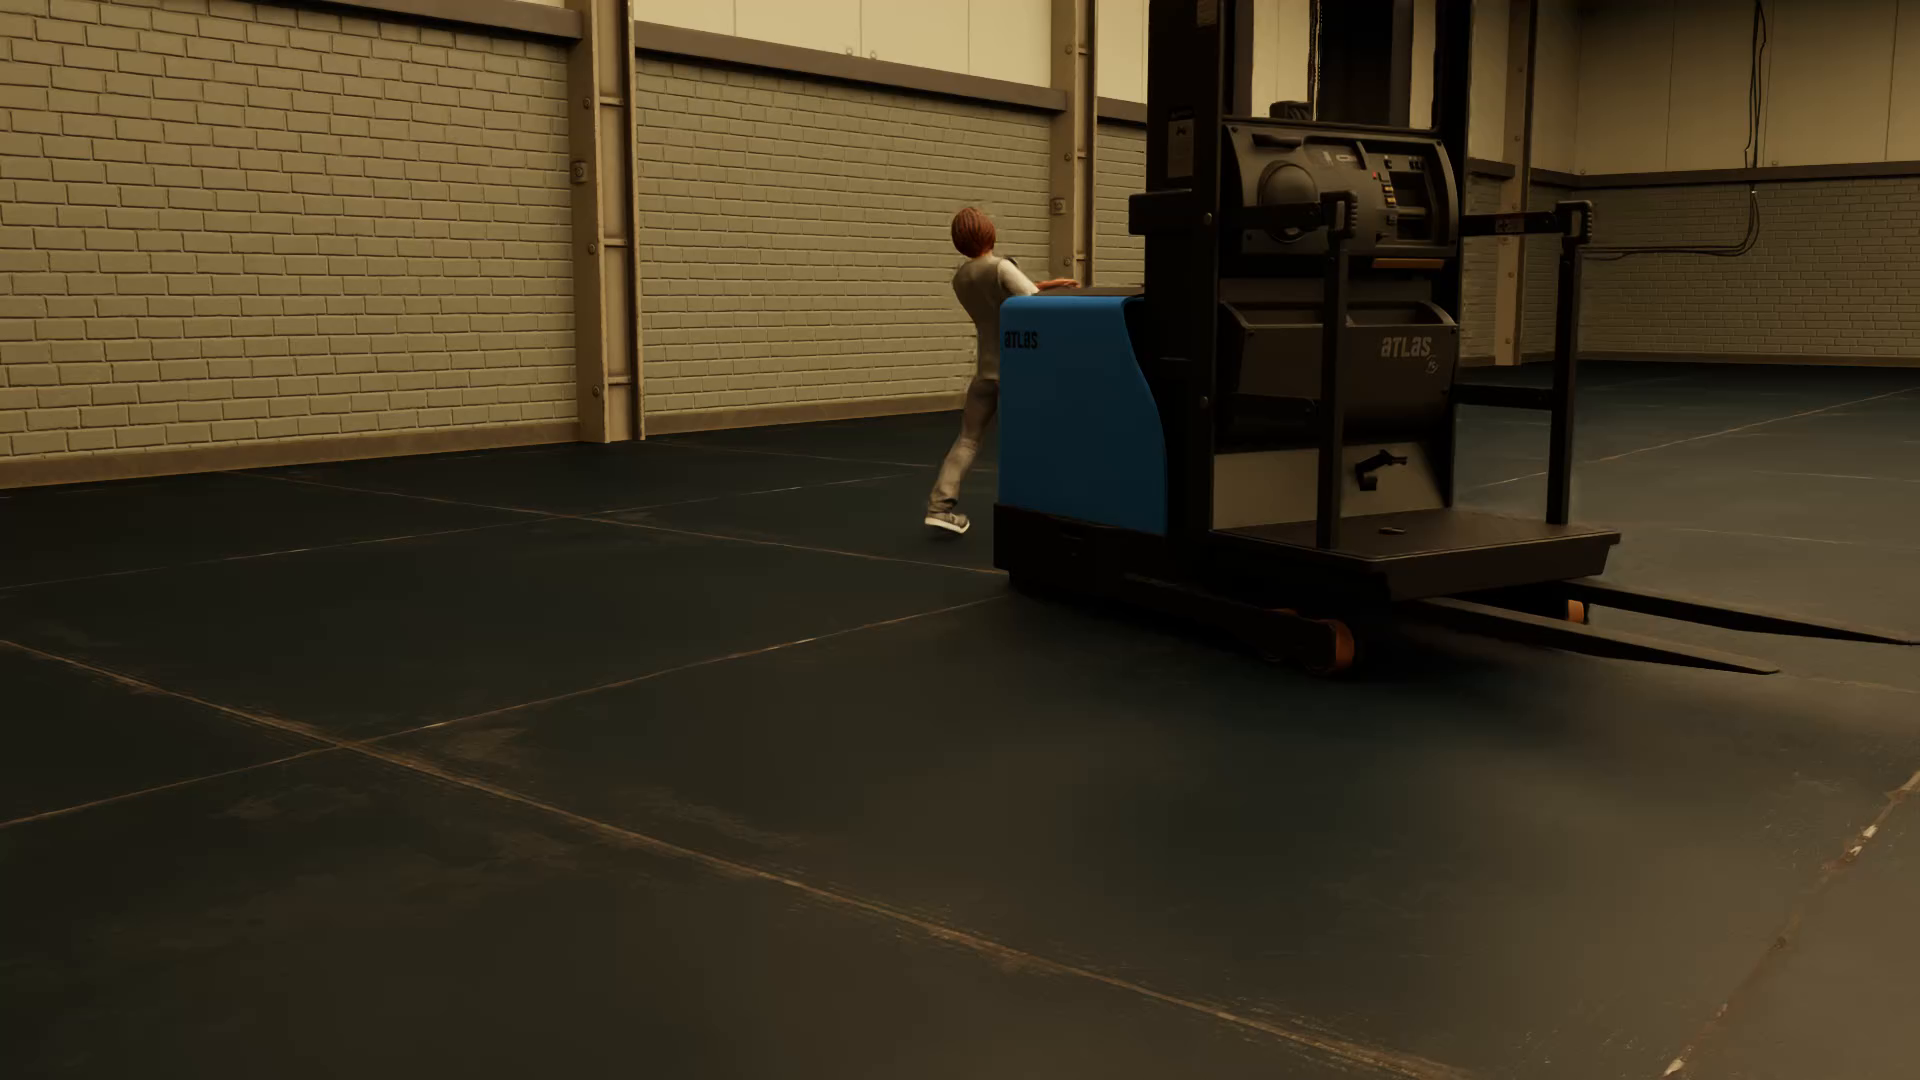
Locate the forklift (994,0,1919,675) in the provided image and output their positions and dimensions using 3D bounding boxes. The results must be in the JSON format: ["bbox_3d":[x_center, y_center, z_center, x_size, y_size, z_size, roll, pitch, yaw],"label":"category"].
[{"bbox_3d":[1.329,-1.139,5.067,1.130,2.935,3.031,-5,10,-31],"label":"forklift"}]

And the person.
[{"bbox_3d":[0.312,-0.743,7.443,0.712,1.442,0.794,5,10,32],"label":"person"}]
